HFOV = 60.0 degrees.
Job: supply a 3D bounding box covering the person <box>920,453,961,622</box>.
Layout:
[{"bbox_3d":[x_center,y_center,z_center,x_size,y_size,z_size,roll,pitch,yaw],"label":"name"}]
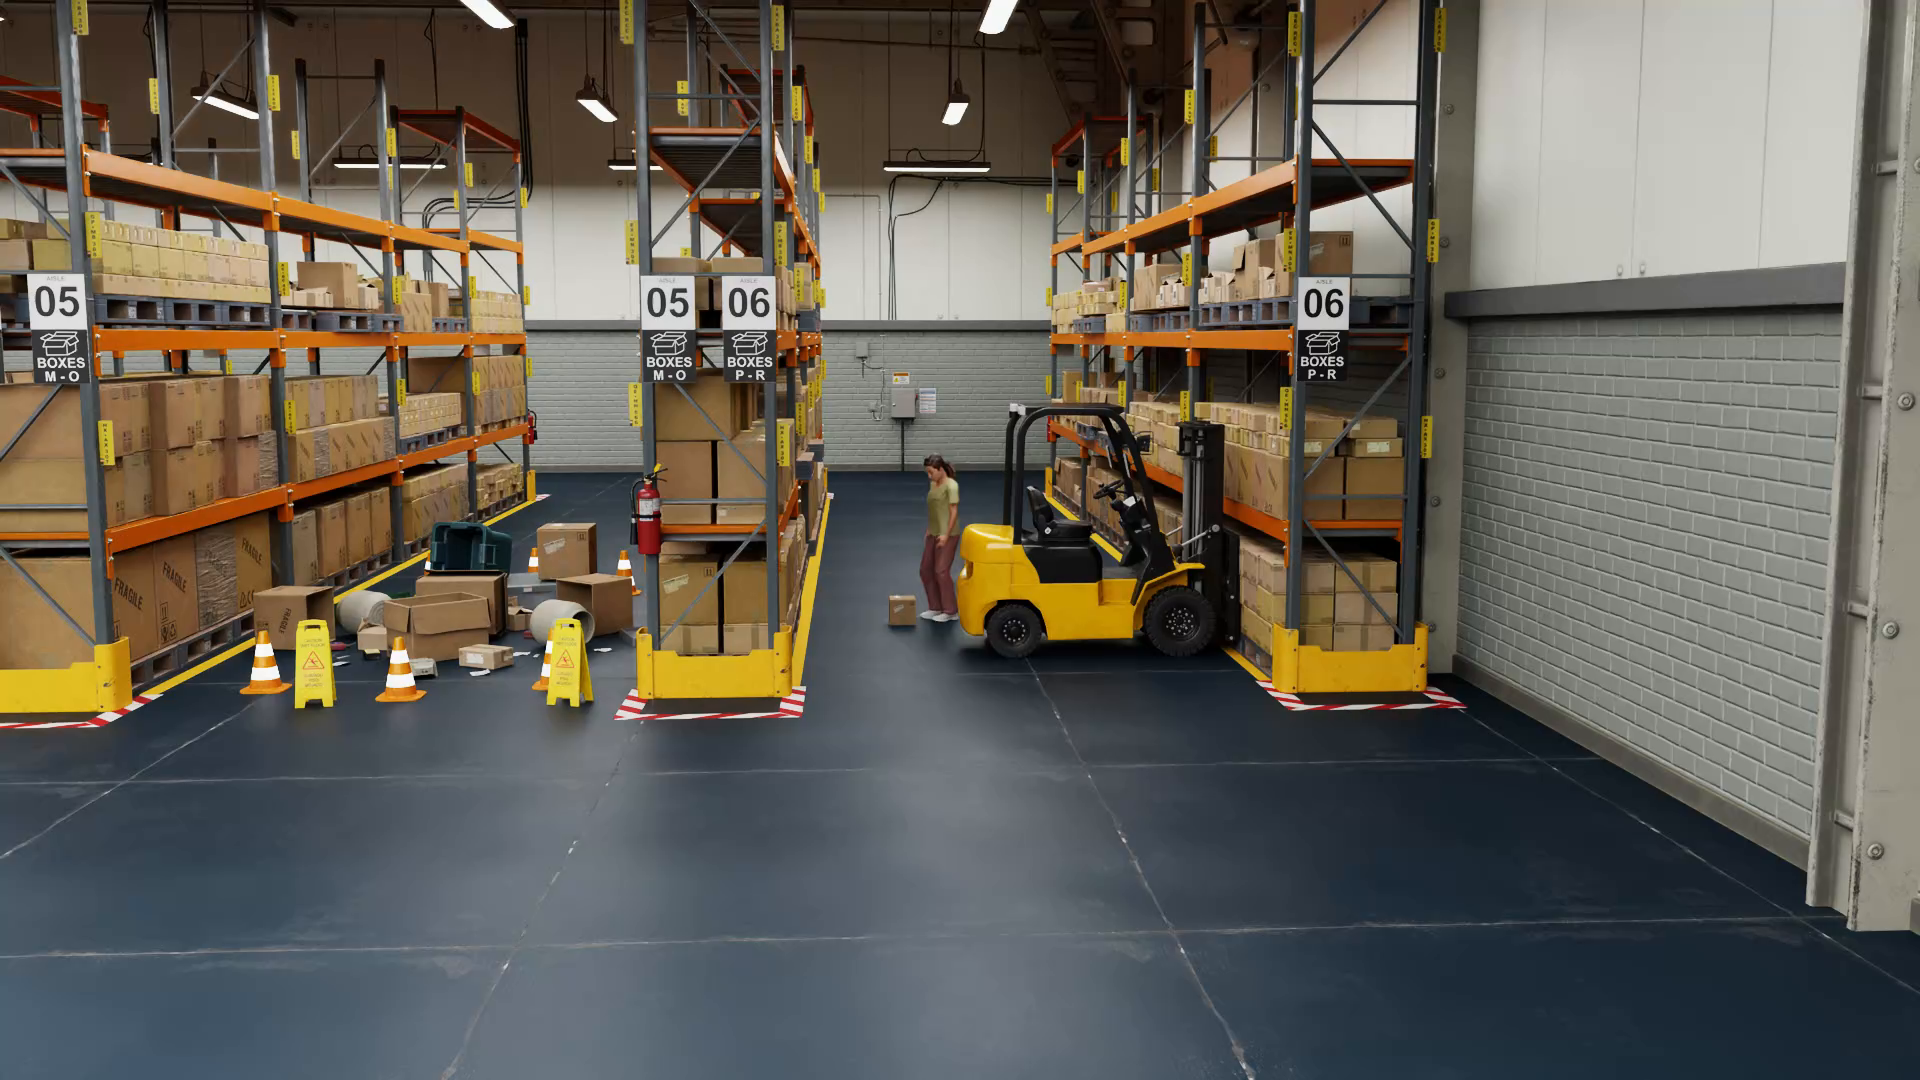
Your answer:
[{"bbox_3d":[-0.182,-0.028,16.181,0.370,1.637,0.467,-4,8,-31],"label":"person"}]
